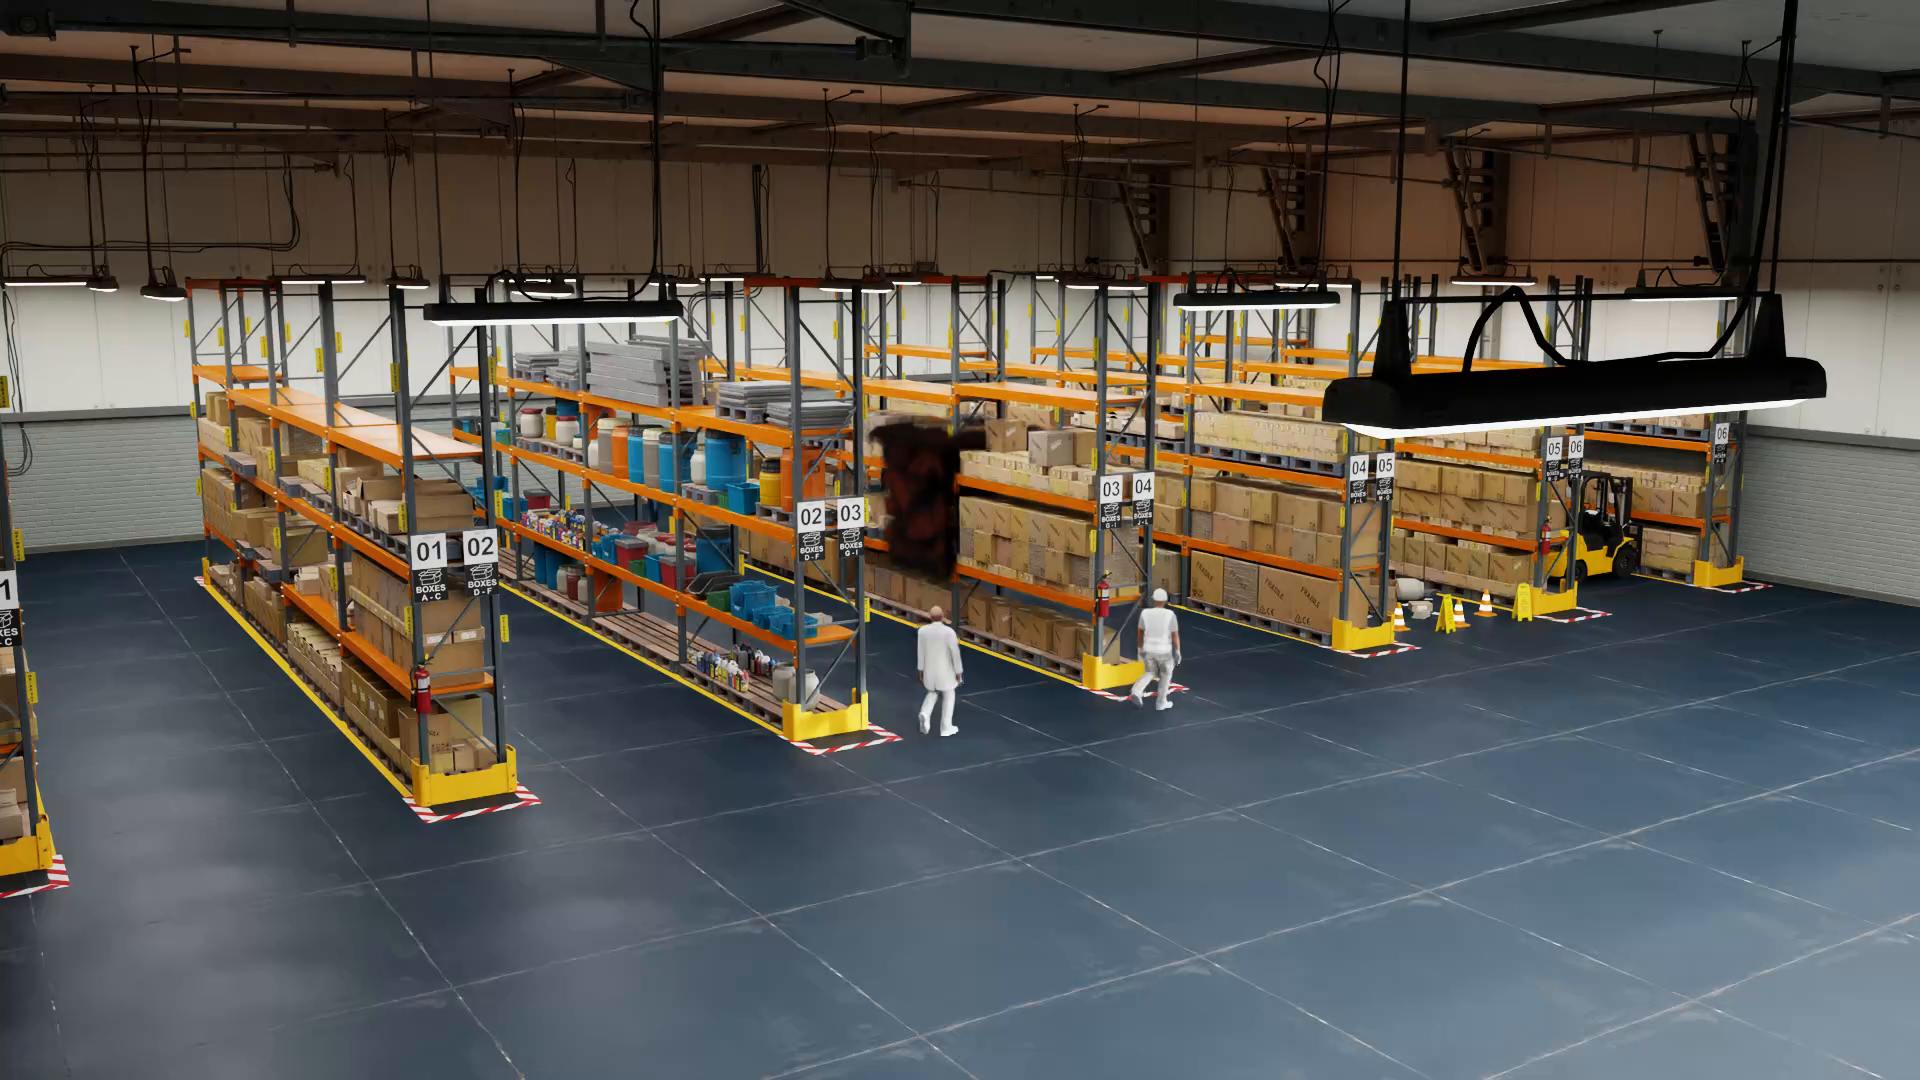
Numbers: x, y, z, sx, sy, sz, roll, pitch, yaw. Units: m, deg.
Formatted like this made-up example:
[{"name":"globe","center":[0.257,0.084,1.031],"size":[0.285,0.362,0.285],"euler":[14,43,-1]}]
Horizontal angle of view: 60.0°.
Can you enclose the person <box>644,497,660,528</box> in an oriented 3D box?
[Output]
[{"name":"person","center":[-7.218,-0.898,38.931],"size":[0.375,1.518,0.649],"euler":[1,10,6]}]

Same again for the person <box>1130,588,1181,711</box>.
[{"name":"person","center":[2.783,1.566,23.401],"size":[0.568,1.764,0.746],"euler":[9,13,41]}]

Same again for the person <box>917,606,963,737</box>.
[{"name":"person","center":[-0.285,1.809,22.225],"size":[0.648,1.667,0.622],"euler":[5,11,28]}]
